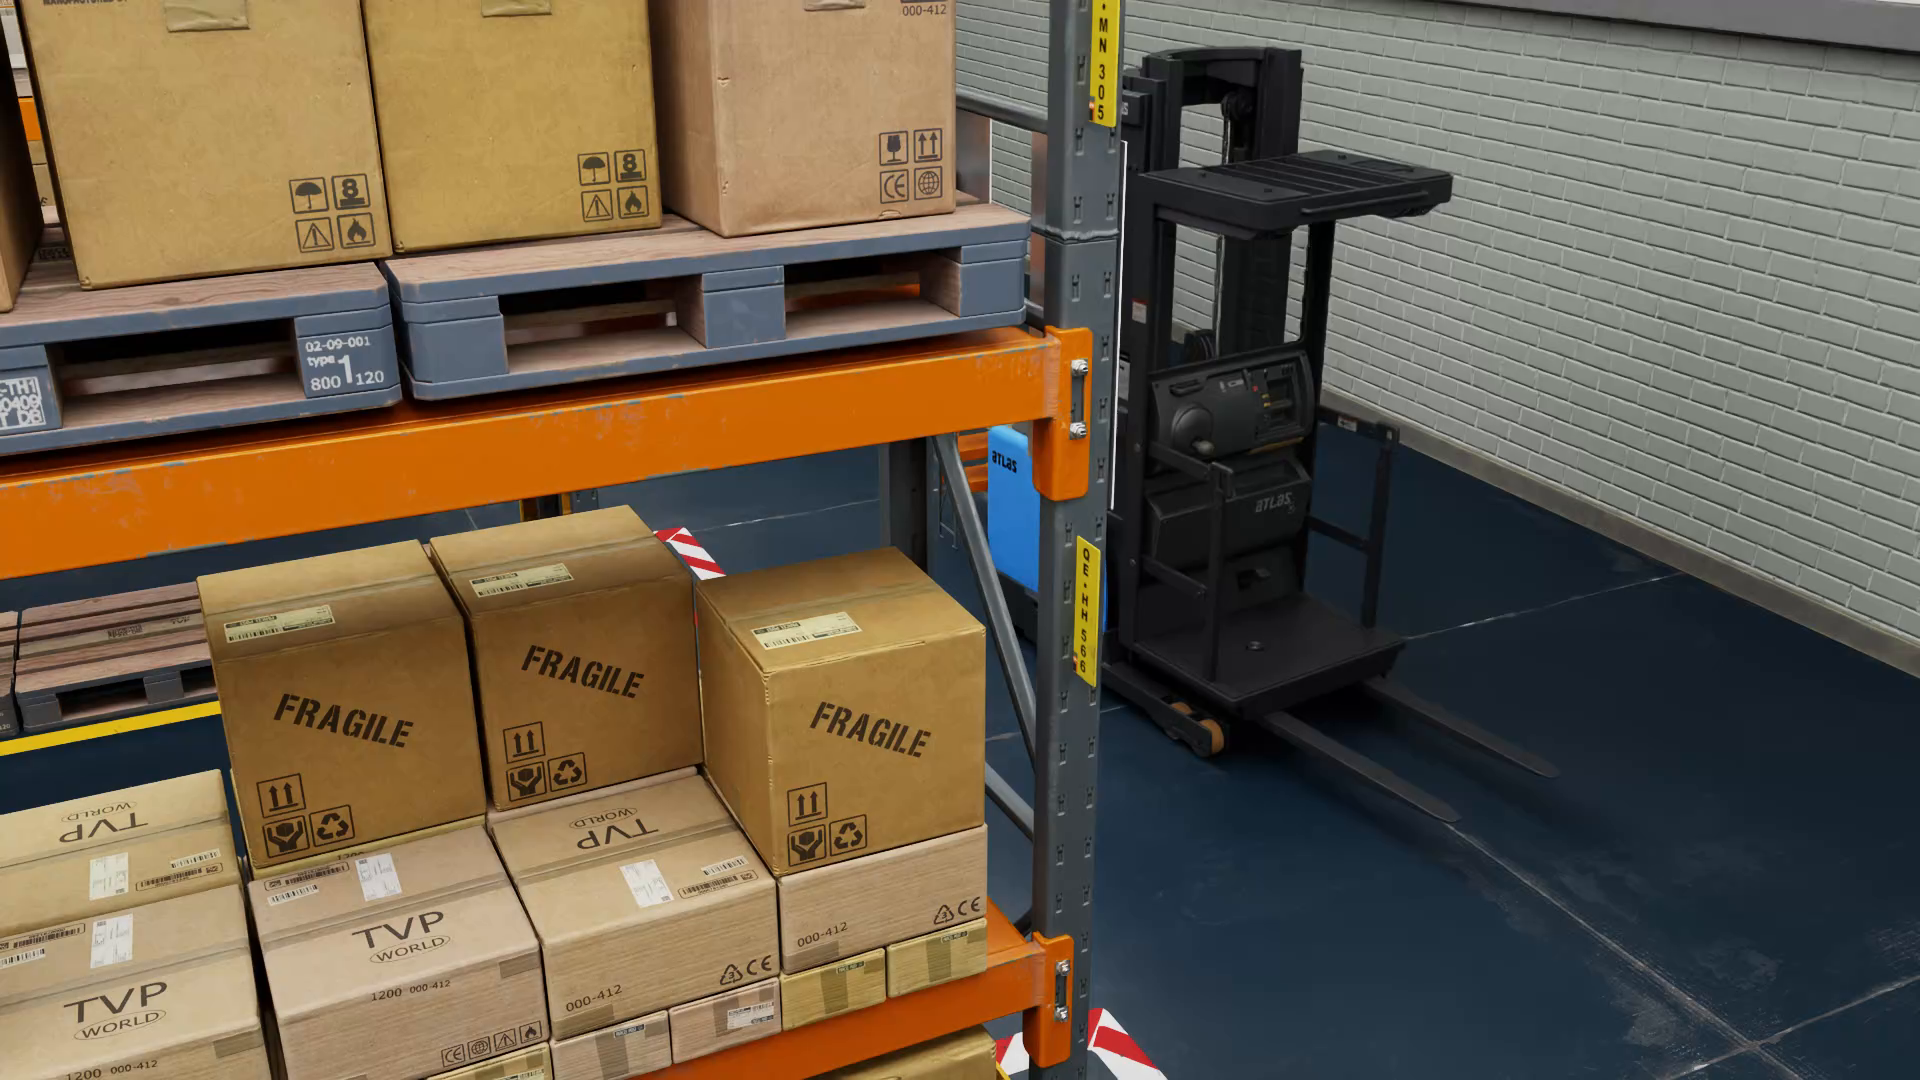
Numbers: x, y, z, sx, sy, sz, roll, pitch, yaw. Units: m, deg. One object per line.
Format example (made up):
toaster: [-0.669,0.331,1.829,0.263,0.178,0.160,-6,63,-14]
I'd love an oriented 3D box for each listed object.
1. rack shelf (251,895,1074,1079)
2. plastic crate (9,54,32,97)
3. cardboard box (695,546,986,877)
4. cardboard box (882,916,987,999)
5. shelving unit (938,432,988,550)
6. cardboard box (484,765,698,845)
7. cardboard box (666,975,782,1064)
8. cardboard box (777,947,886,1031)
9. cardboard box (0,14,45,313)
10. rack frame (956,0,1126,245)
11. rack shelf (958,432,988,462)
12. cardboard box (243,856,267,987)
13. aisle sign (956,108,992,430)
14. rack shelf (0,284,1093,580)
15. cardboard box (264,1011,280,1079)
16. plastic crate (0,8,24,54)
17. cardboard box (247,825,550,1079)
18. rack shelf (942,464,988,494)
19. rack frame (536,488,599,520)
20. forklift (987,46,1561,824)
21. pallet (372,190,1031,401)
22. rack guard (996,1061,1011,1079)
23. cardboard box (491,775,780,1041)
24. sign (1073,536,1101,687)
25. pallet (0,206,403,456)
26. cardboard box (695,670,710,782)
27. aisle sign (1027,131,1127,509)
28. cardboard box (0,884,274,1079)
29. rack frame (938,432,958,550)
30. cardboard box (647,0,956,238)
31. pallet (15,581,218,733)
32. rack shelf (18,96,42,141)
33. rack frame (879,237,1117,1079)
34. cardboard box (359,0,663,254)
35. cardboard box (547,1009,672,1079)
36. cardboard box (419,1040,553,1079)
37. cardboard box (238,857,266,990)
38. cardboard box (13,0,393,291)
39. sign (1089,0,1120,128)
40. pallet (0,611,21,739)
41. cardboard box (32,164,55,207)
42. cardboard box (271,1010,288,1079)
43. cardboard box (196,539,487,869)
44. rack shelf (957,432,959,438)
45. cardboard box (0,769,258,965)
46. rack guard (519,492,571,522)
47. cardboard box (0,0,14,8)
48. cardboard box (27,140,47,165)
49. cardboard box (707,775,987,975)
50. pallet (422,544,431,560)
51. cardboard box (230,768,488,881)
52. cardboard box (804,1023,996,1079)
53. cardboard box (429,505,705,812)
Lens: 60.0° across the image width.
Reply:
rack shelf: [-1.751,1.276,3.687,4.000,0.370,1.077,-10,25,-24]
plastic crate: [-3.851,-1.931,6.917,0.530,0.136,0.437,-10,25,-24]
cardboard box: [-0.274,0.368,3.765,0.500,0.500,0.500,-10,25,-23]
cardboard box: [-0.127,0.900,3.982,0.250,0.149,0.380,-10,24,-23]
shelving unit: [0.149,-0.582,9.587,0.503,1.200,0.258,-10,25,-24]
cardboard box: [-0.964,0.618,4.141,0.500,0.250,0.500,-11,25,-24]
cardboard box: [-0.588,0.985,3.776,0.250,0.149,0.380,-10,25,-23]
cardboard box: [-0.360,0.944,3.876,0.250,0.149,0.380,-10,25,-23]
cardboard box: [-1.855,-0.673,2.722,0.500,0.500,0.700,-9,24,-21]
rack frame: [0.051,-2.160,3.203,0.127,3.000,1.000,-10,25,-24]
rack shelf: [0.149,-0.520,9.613,0.480,0.148,0.258,-10,25,-24]
cardboard box: [-1.569,0.887,4.014,0.250,0.149,0.380,-11,25,-24]
aisle sign: [-0.014,-0.705,4.132,0.004,0.787,0.394,-10,25,-24]
rack shelf: [-1.751,-0.110,3.113,4.000,0.370,1.077,-10,25,-24]
cardboard box: [-1.504,1.154,3.370,0.250,0.149,0.380,-10,24,-23]
plastic crate: [-4.228,-2.165,7.292,0.530,0.282,0.437,-10,25,-24]
cardboard box: [-1.186,0.884,3.501,0.500,0.250,0.500,-11,25,-25]
rack shelf: [0.149,-0.336,9.689,0.480,0.148,0.258,-10,25,-24]
rack frame: [-2.097,-1.095,8.474,0.127,3.000,1.000,-10,25,-24]
forklift: [1.359,-0.595,7.356,1.130,2.935,3.031,-14,26,-31]
pallet: [-0.613,-0.607,3.488,1.213,0.211,1.003,-10,25,-24]
rack guard: [0.073,1.762,4.839,0.348,0.500,1.175,-10,25,-24]
cardboard box: [-0.728,0.799,3.705,0.500,0.250,0.500,-11,25,-25]
sign: [0.274,0.156,3.627,0.005,0.325,0.100,-10,25,-24]
pallet: [-1.713,-0.403,2.996,1.213,0.211,1.003,-10,25,-24]
cardboard box: [-0.498,0.530,4.355,0.500,0.250,0.500,-11,25,-25]
aisle sign: [0.246,-0.498,3.633,0.004,0.787,0.394,-10,25,-24]
cardboard box: [-1.654,0.971,3.288,0.500,0.250,0.500,-10,25,-24]
rack frame: [-0.071,-0.541,9.489,0.015,1.200,0.240,-10,25,-24]
cardboard box: [-0.394,-0.956,3.406,0.500,0.500,0.700,-12,25,-27]
pallet: [-3.954,0.517,8.224,1.213,0.211,1.003,-10,25,-24]
rack shelf: [-3.899,-1.817,7.237,4.000,0.370,1.077,-10,25,-24]
rack frame: [0.051,0.612,4.351,0.127,3.000,1.000,-10,25,-24]
cardboard box: [-0.953,-0.904,3.280,0.500,0.500,0.700,-11,25,-26]
cardboard box: [-0.813,1.026,3.677,0.250,0.149,0.380,-10,24,-23]
cardboard box: [-1.046,1.070,3.572,0.250,0.149,0.380,-11,25,-25]
cardboard box: [-1.797,0.928,3.914,0.250,0.149,0.380,-11,25,-25]
cardboard box: [-1.398,-0.802,3.033,0.500,0.500,0.700,-12,25,-27]
sign: [0.274,-0.958,3.166,0.005,0.325,0.100,-10,25,-24]
pallet: [-5.055,0.721,7.732,1.213,0.211,1.003,-10,25,-24]
cardboard box: [-6.357,-2.345,11.362,0.500,0.500,0.500,-11,25,-24]
cardboard box: [-1.280,1.113,3.467,0.250,0.149,0.380,-10,25,-23]
cardboard box: [-1.413,0.354,3.799,0.500,0.500,0.500,-11,25,-25]
rack shelf: [0.149,-0.726,9.527,0.480,0.148,0.258,-10,25,-24]
cardboard box: [-1.886,0.789,3.729,0.500,0.250,0.500,-11,25,-25]
rack guard: [-2.081,0.051,8.973,0.348,0.500,1.175,-10,25,-24]
cardboard box: [-6.397,-3.616,10.837,0.500,0.250,0.500,-10,25,-24]
cardboard box: [-6.371,-2.800,11.154,0.500,0.500,0.500,-11,25,-25]
cardboard box: [-0.270,0.715,3.907,0.500,0.250,0.500,-11,25,-24]
pallet: [-2.857,0.316,8.710,1.213,0.211,1.003,-10,25,-24]
cardboard box: [-1.418,0.701,3.943,0.500,0.250,0.500,-11,25,-25]
cardboard box: [-0.491,1.533,4.354,0.875,0.875,0.875,-10,25,-24]
cardboard box: [-0.949,0.266,4.011,0.500,0.500,0.500,-11,25,-25]
